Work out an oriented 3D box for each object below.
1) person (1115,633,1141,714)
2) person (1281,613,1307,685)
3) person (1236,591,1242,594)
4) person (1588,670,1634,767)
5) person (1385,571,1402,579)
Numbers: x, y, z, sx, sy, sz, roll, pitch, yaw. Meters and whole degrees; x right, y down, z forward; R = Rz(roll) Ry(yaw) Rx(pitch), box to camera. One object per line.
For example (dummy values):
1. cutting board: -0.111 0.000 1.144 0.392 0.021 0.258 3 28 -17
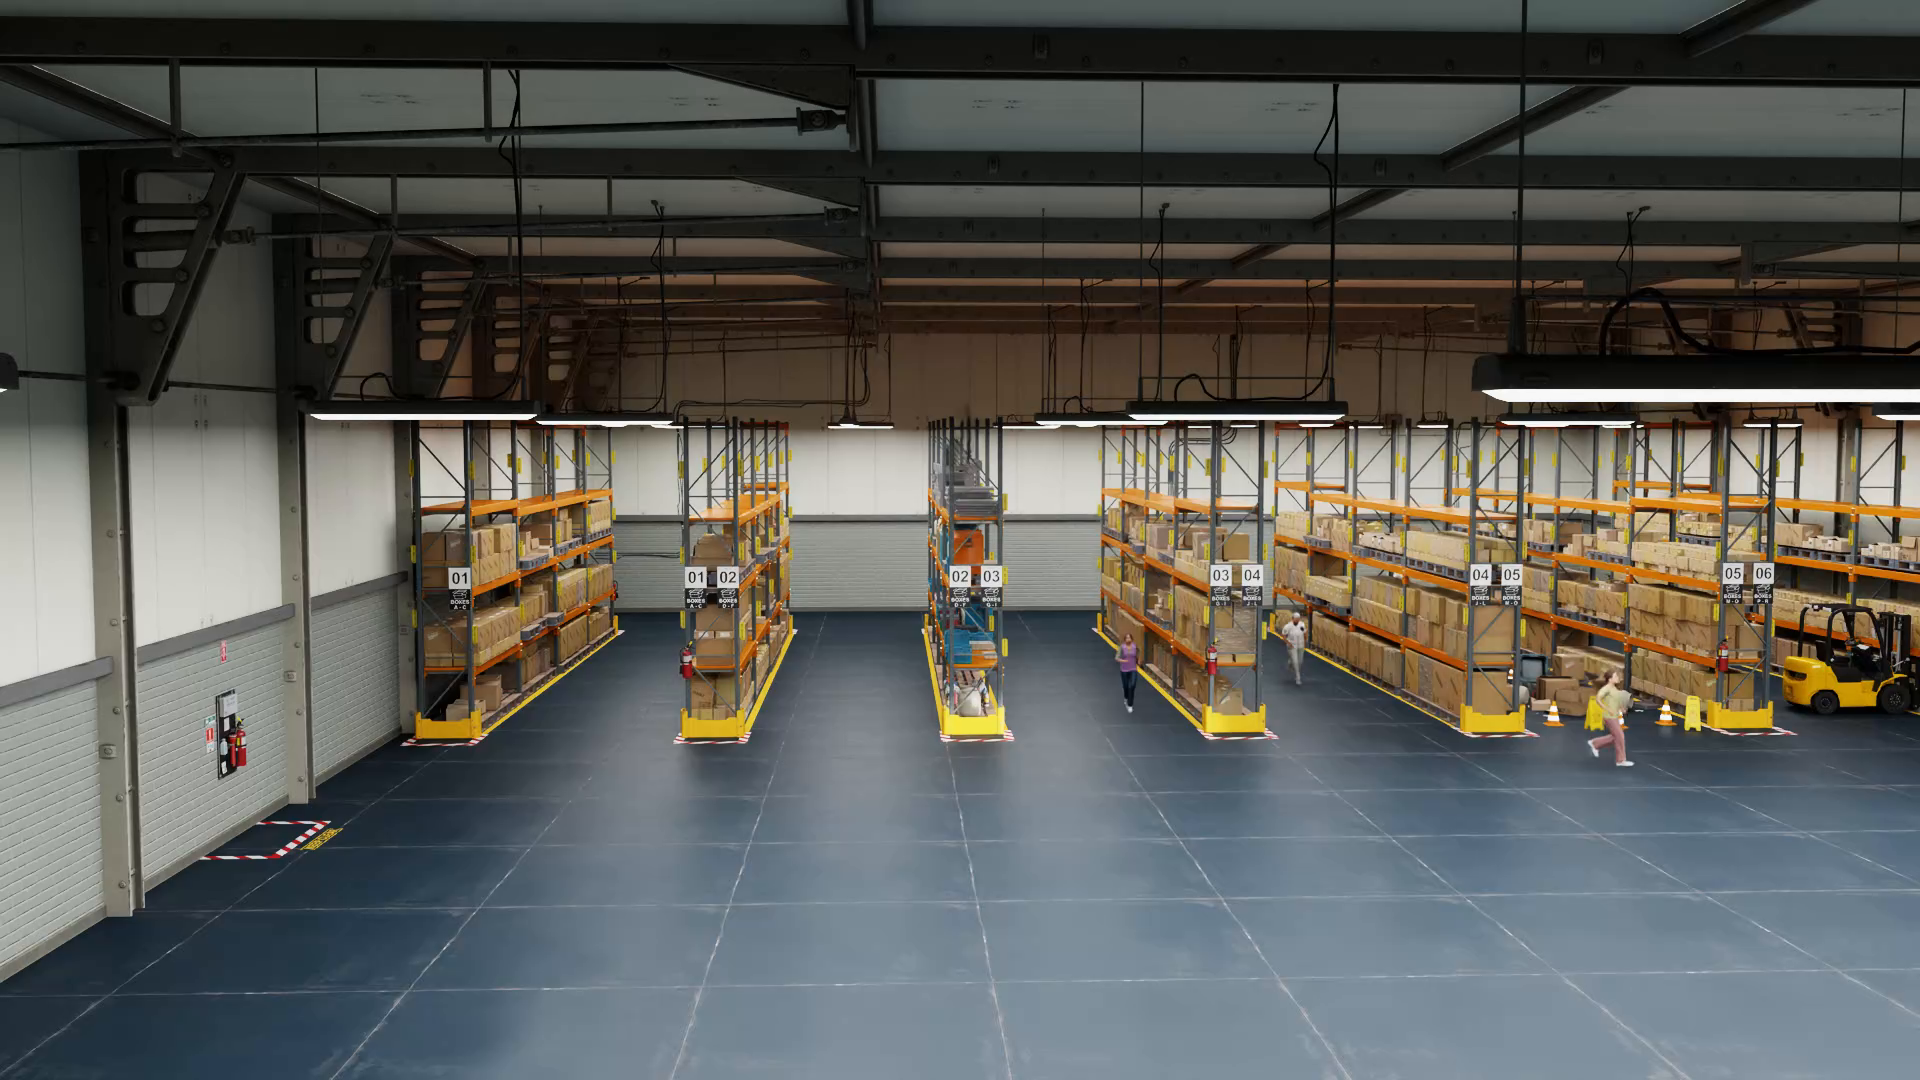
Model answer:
1. person: 3.453 2.715 34.121 0.562 1.656 0.789 0 4 -1
2. person: 7.622 2.465 37.976 0.621 1.651 0.761 -1 4 -13
3. person: 7.743 1.847 46.345 0.650 1.699 0.928 0 4 5
4. person: 11.151 3.049 28.511 0.793 1.642 0.608 3 5 39
5. person: 13.080 1.556 50.236 0.890 1.796 0.640 -1 4 -18
